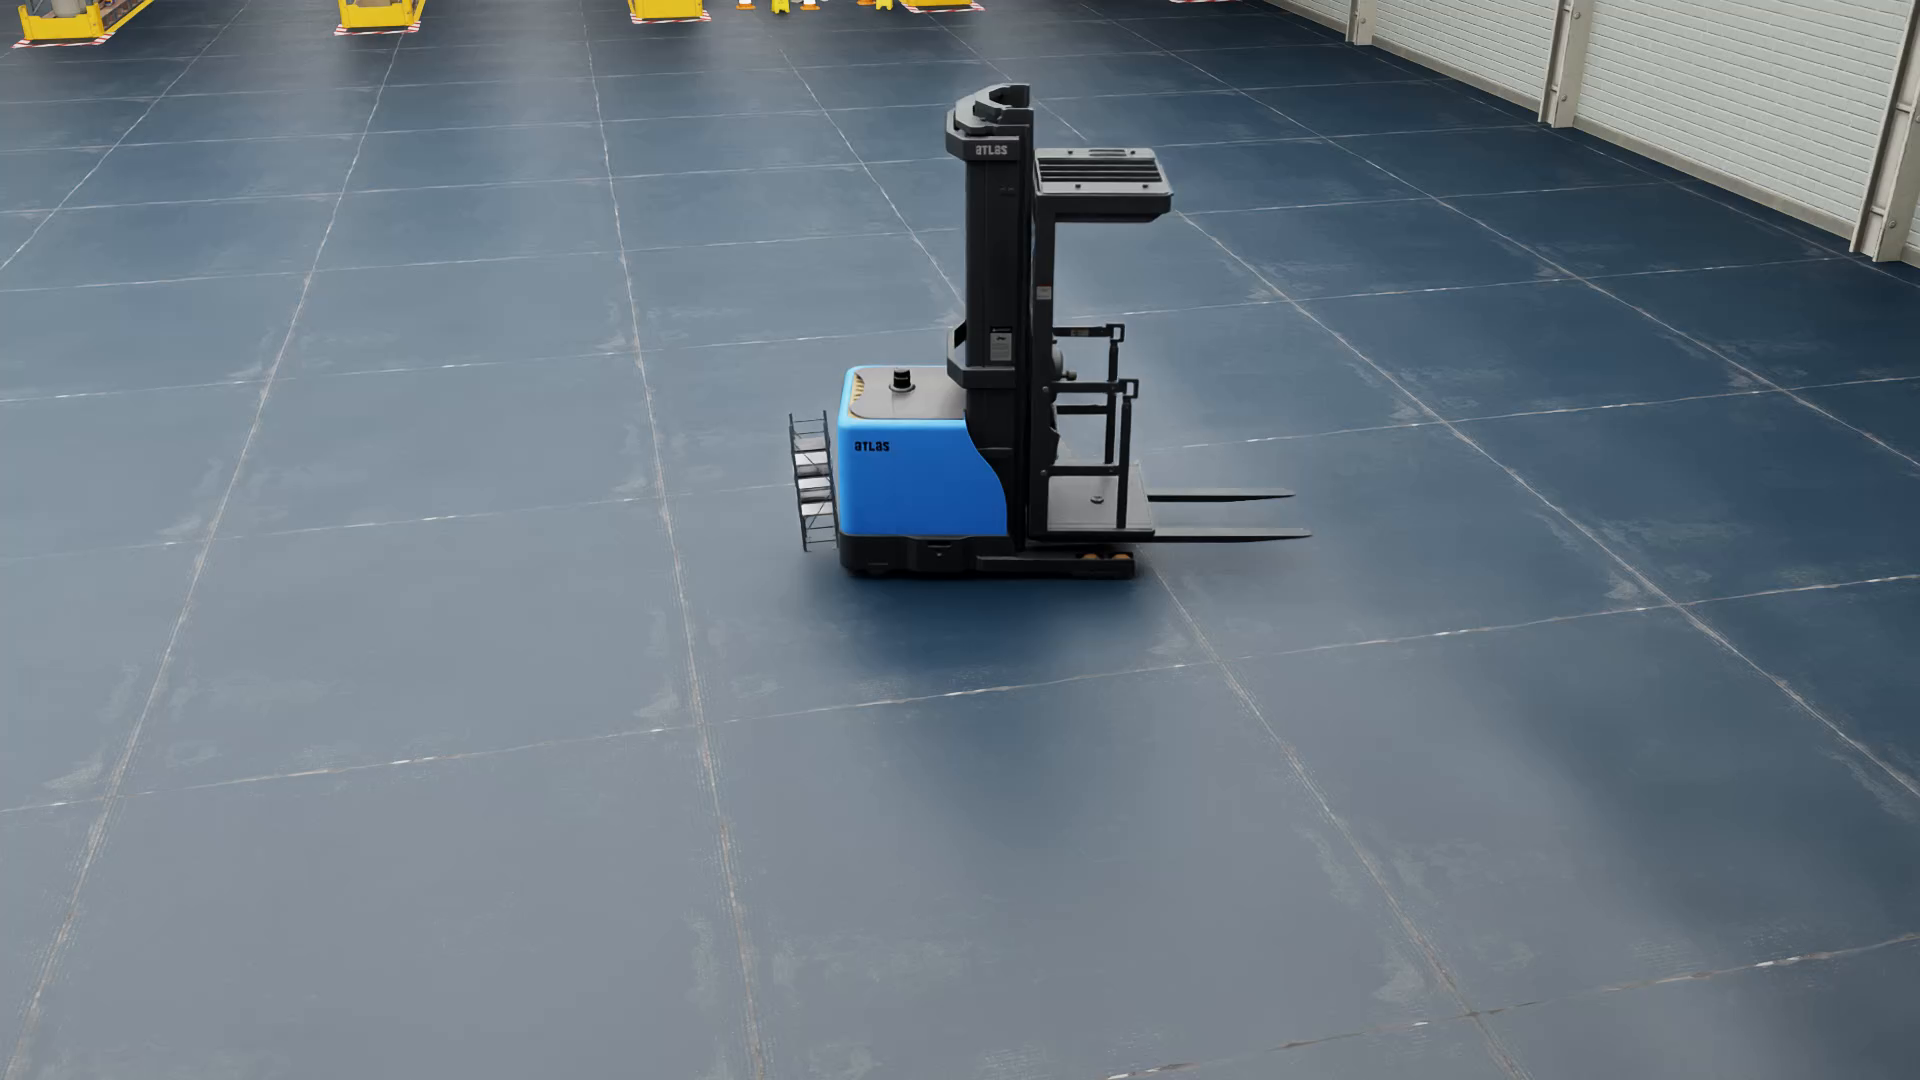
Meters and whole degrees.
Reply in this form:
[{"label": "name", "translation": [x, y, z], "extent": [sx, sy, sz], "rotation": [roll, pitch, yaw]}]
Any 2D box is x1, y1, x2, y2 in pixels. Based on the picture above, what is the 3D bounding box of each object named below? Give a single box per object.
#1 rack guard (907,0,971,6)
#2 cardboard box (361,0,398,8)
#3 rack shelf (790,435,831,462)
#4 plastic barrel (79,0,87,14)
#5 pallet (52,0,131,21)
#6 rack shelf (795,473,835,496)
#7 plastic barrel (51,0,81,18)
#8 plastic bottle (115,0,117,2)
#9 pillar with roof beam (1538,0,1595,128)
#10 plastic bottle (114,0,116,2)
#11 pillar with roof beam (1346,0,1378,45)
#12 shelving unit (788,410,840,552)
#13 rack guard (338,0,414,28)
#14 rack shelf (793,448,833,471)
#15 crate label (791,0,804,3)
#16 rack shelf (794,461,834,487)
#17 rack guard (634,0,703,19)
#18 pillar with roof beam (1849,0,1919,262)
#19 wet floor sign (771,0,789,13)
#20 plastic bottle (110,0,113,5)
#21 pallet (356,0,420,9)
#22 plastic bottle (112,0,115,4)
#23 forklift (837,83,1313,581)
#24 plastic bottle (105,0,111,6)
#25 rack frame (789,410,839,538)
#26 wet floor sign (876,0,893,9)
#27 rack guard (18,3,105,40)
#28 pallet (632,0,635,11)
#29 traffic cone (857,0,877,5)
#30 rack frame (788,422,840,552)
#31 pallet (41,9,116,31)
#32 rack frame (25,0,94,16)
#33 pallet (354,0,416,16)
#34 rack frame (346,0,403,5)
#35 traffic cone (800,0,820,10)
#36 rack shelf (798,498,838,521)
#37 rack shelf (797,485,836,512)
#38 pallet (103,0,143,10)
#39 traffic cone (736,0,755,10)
[{"label": "rack guard", "translation": [-0.388, -10.131, 30.613], "extent": [1.175, 0.500, 0.348], "rotation": [-6, 27, -12]}, {"label": "cardboard box", "translation": [-10.151, -9.555, 29.005], "extent": [0.500, 0.500, 0.500], "rotation": [-1, 27, -2]}, {"label": "rack shelf", "translation": [-0.962, -0.591, 10.725], "extent": [0.258, 0.077, 0.200], "rotation": [-5, 27, -2]}, {"label": "plastic barrel", "translation": [-15.188, -9.282, 28.453], "extent": [0.421, 0.512, 0.421], "rotation": [0, 27, 0]}, {"label": "pallet", "translation": [-15.364, -9.380, 29.445], "extent": [1.003, 0.211, 1.213], "rotation": [-6, 27, -12]}, {"label": "rack shelf", "translation": [-0.944, -0.351, 10.848], "extent": [0.258, 0.077, 0.200], "rotation": [-5, 27, -2]}, {"label": "plastic barrel", "translation": [-15.075, -9.062, 28.017], "extent": [0.421, 0.512, 0.421], "rotation": [0, 27, 0]}, {"label": "plastic bottle", "translation": [-15.057, -9.705, 29.534], "extent": [0.097, 0.271, 0.097], "rotation": [0, 27, 0]}, {"label": "pillar with roof beam", "translation": [3.695, -9.089, 19.118], "extent": [9.100, 9.000, 0.400], "rotation": [-6, 27, -12]}, {"label": "plastic bottle", "translation": [-15.034, -9.661, 29.447], "extent": [0.097, 0.271, 0.097], "rotation": [0, 27, 0]}, {"label": "pillar with roof beam", "translation": [2.343, -11.723, 24.336], "extent": [9.100, 9.000, 0.400], "rotation": [-6, 27, -12]}, {"label": "shelving unit", "translation": [-0.946, -0.380, 10.833], "extent": [0.258, 0.900, 0.210], "rotation": [-5, 27, -2]}, {"label": "rack guard", "translation": [-10.043, -9.125, 28.620], "extent": [1.175, 0.500, 0.348], "rotation": [-6, 27, -12]}, {"label": "rack shelf", "translation": [-0.956, -0.511, 10.766], "extent": [0.258, 0.077, 0.200], "rotation": [-5, 27, -2]}, {"label": "crate label", "translation": [-2.967, -10.070, 30.896], "extent": [0.250, 0.136, 0.298], "rotation": [-23, 35, -38]}, {"label": "rack shelf", "translation": [-0.950, -0.431, 10.807], "extent": [0.258, 0.077, 0.200], "rotation": [-5, 27, -2]}, {"label": "rack guard", "translation": [-5.166, -9.540, 29.443], "extent": [1.175, 0.500, 0.348], "rotation": [-6, 27, -12]}, {"label": "pillar with roof beam", "translation": [5.047, -6.455, 13.899], "extent": [9.100, 9.000, 0.400], "rotation": [-6, 27, -12]}, {"label": "wet floor sign", "translation": [-3.235, -9.804, 29.804], "extent": [0.267, 0.644, 0.232], "rotation": [-11, 29, -20]}, {"label": "plastic bottle", "translation": [-14.980, -9.524, 29.255], "extent": [0.097, 0.201, 0.097], "rotation": [0, 27, 0]}, {"label": "pallet", "translation": [-10.463, -9.890, 30.457], "extent": [1.003, 0.211, 1.213], "rotation": [-6, 27, -12]}, {"label": "plastic bottle", "translation": [-14.990, -9.617, 29.347], "extent": [0.061, 0.283, 0.133], "rotation": [-5, 27, -11]}, {"label": "forklift", "translation": [0.749, -1.291, 10.401], "extent": [3.031, 2.935, 1.130], "rotation": [0, 27, 0]}, {"label": "plastic bottle", "translation": [-14.957, -9.510, 29.149], "extent": [0.097, 0.271, 0.097], "rotation": [0, 27, 0]}, {"label": "rack frame", "translation": [-0.954, -0.426, 10.923], "extent": [0.240, 0.900, 0.006], "rotation": [-5, 27, -2]}, {"label": "wet floor sign", "translation": [-1.371, -9.970, 30.134], "extent": [0.267, 0.644, 0.232], "rotation": [3, 27, 6]}, {"label": "rack guard", "translation": [-14.915, -8.617, 27.614], "extent": [1.175, 0.500, 0.348], "rotation": [-6, 27, -12]}, {"label": "pallet", "translation": [-5.427, -9.765, 30.208], "extent": [1.003, 0.211, 1.213], "rotation": [-6, 27, -12]}, {"label": "traffic cone", "translation": [-1.725, -10.139, 30.670], "extent": [0.336, 0.463, 0.334], "rotation": [-6, 27, -12]}, {"label": "rack frame", "translation": [-0.938, -0.335, 10.742], "extent": [0.240, 0.900, 0.006], "rotation": [-5, 27, -2]}, {"label": "pallet", "translation": [-15.093, -8.845, 28.386], "extent": [1.003, 0.211, 1.213], "rotation": [-6, 27, -12]}, {"label": "rack frame", "translation": [-14.852, -9.704, 26.994], "extent": [1.000, 3.000, 0.127], "rotation": [-6, 27, -12]}, {"label": "pallet", "translation": [-10.192, -9.356, 29.398], "extent": [1.003, 0.211, 1.213], "rotation": [-6, 27, -12]}, {"label": "rack frame", "translation": [-10.026, -10.207, 27.990], "extent": [1.000, 3.000, 0.127], "rotation": [-6, 27, -12]}, {"label": "traffic cone", "translation": [-2.730, -9.877, 30.151], "extent": [0.336, 0.463, 0.334], "rotation": [-6, 27, -12]}, {"label": "rack shelf", "translation": [-0.932, -0.191, 10.929], "extent": [0.258, 0.077, 0.200], "rotation": [-5, 27, -2]}, {"label": "rack shelf", "translation": [-0.938, -0.271, 10.888], "extent": [0.258, 0.077, 0.200], "rotation": [-5, 27, -2]}, {"label": "pallet", "translation": [-15.642, -9.916, 30.509], "extent": [1.003, 0.211, 1.213], "rotation": [-6, 27, -12]}, {"label": "traffic cone", "translation": [-3.907, -9.911, 30.219], "extent": [0.336, 0.463, 0.334], "rotation": [-6, 27, -12]}]
